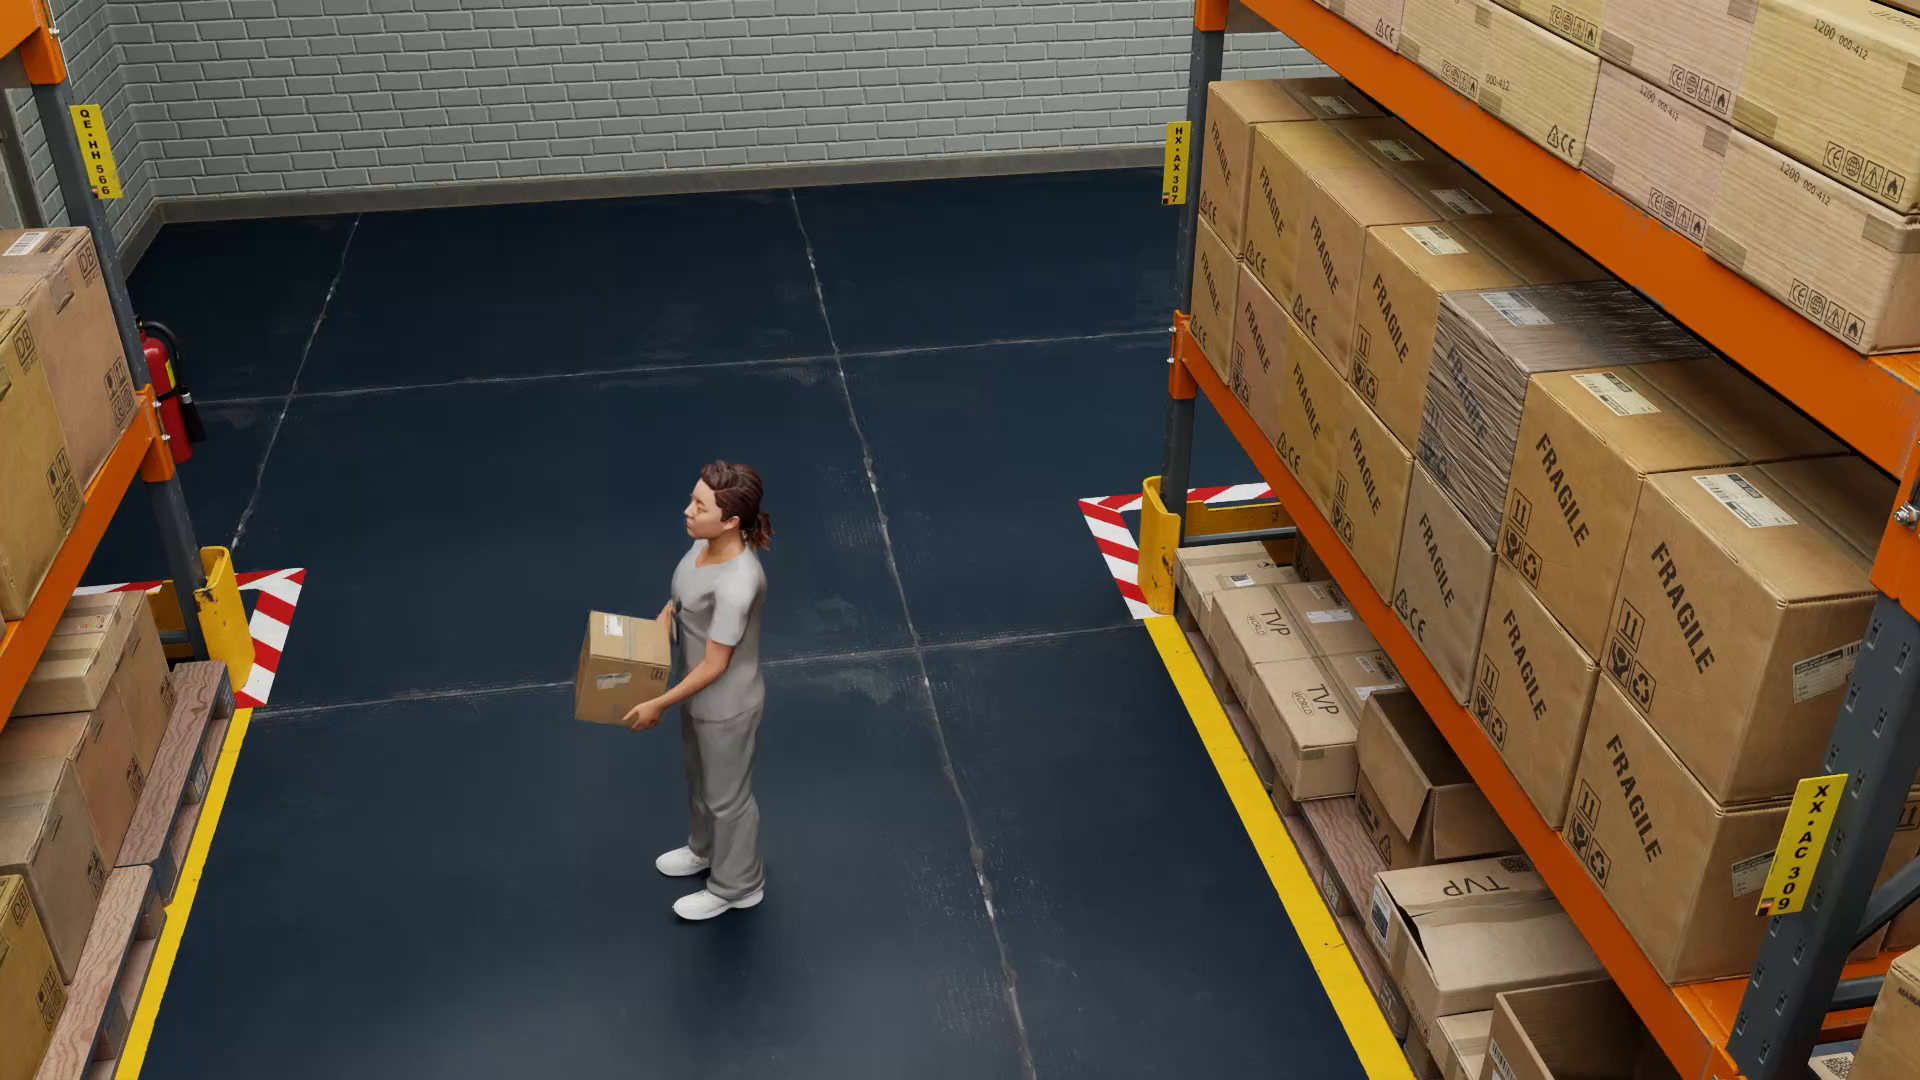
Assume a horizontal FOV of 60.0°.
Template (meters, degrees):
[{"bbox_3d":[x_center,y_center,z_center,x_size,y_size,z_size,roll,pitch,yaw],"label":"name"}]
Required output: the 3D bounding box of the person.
[{"bbox_3d":[-0.822,0.505,5.284,0.520,1.676,0.474,-10,32,-16],"label":"person"}]
